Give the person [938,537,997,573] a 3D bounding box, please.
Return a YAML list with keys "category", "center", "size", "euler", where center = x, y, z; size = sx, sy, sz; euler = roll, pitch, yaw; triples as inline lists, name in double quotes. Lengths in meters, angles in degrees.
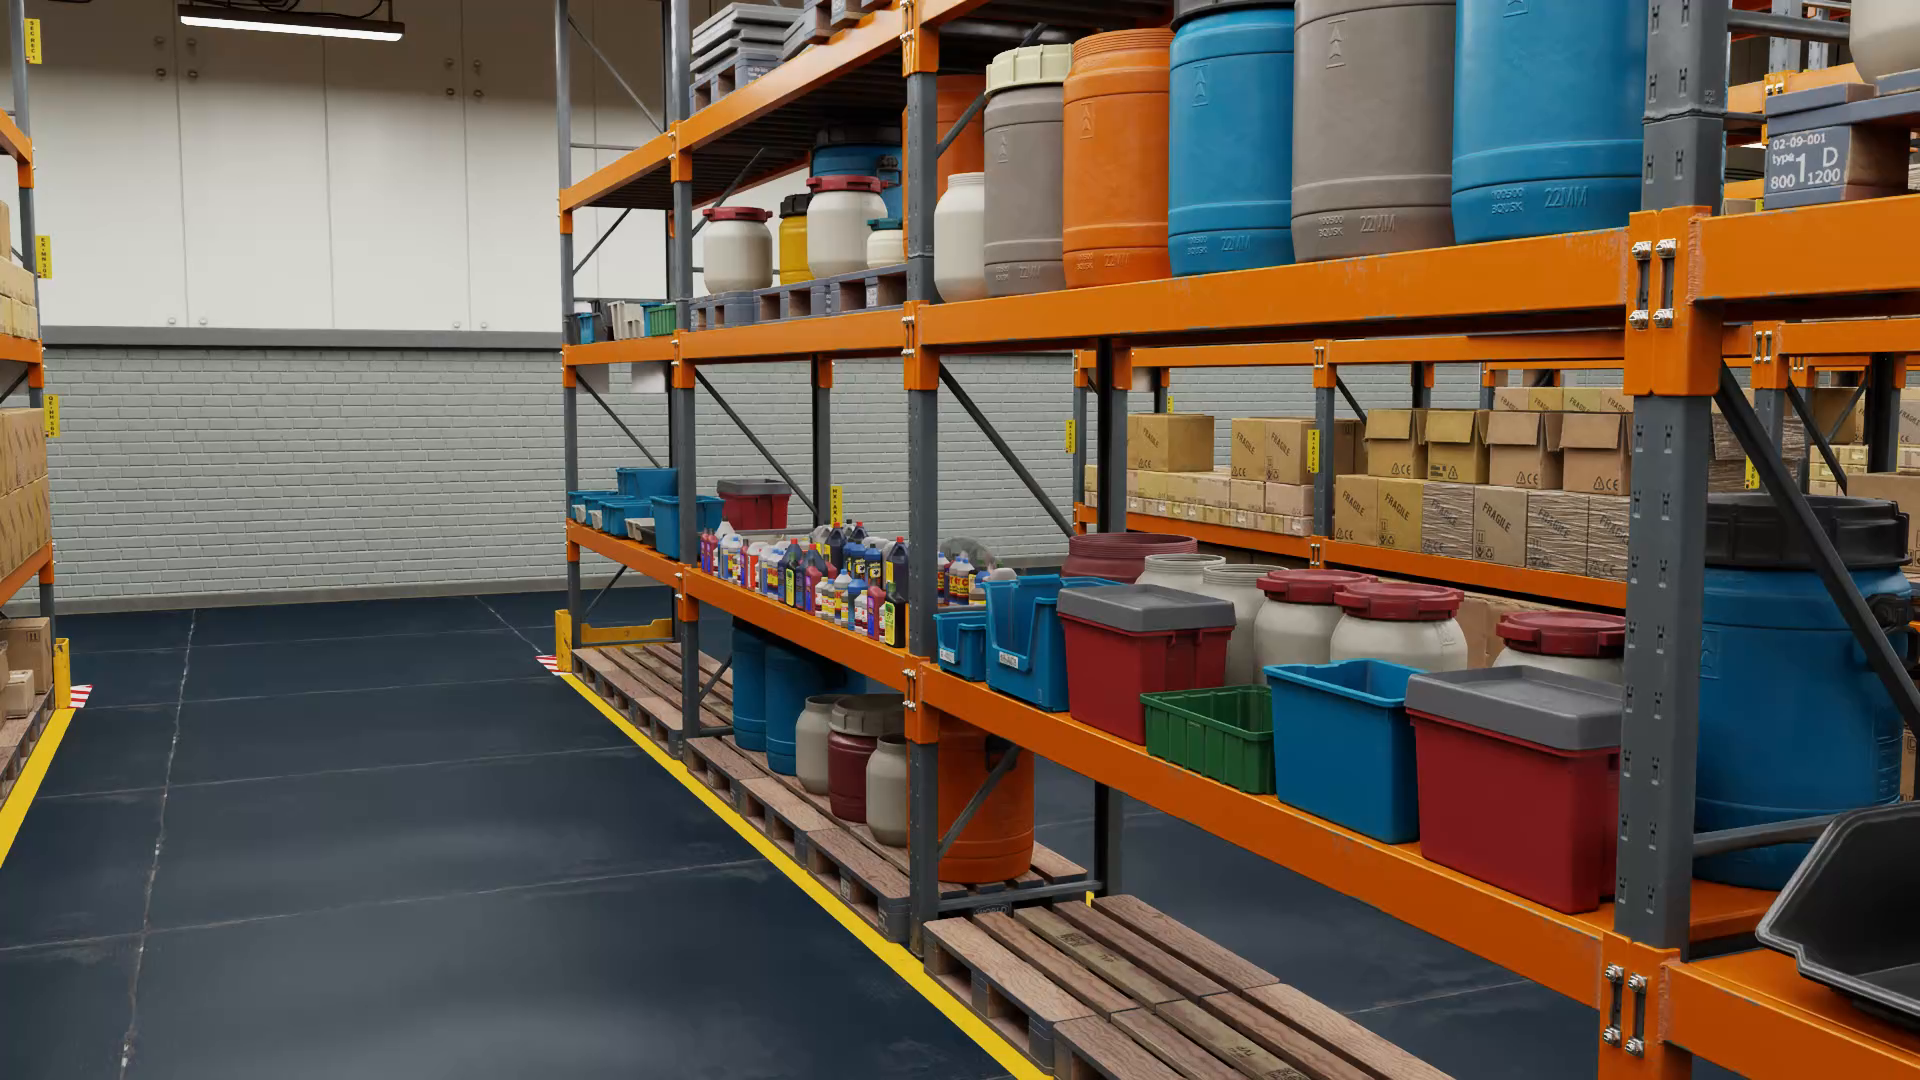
- category: "person"
  center: [0.123, 0.477, 16.295]
  size: [0.511, 0.973, 0.944]
  euler: [-3, 6, -26]
